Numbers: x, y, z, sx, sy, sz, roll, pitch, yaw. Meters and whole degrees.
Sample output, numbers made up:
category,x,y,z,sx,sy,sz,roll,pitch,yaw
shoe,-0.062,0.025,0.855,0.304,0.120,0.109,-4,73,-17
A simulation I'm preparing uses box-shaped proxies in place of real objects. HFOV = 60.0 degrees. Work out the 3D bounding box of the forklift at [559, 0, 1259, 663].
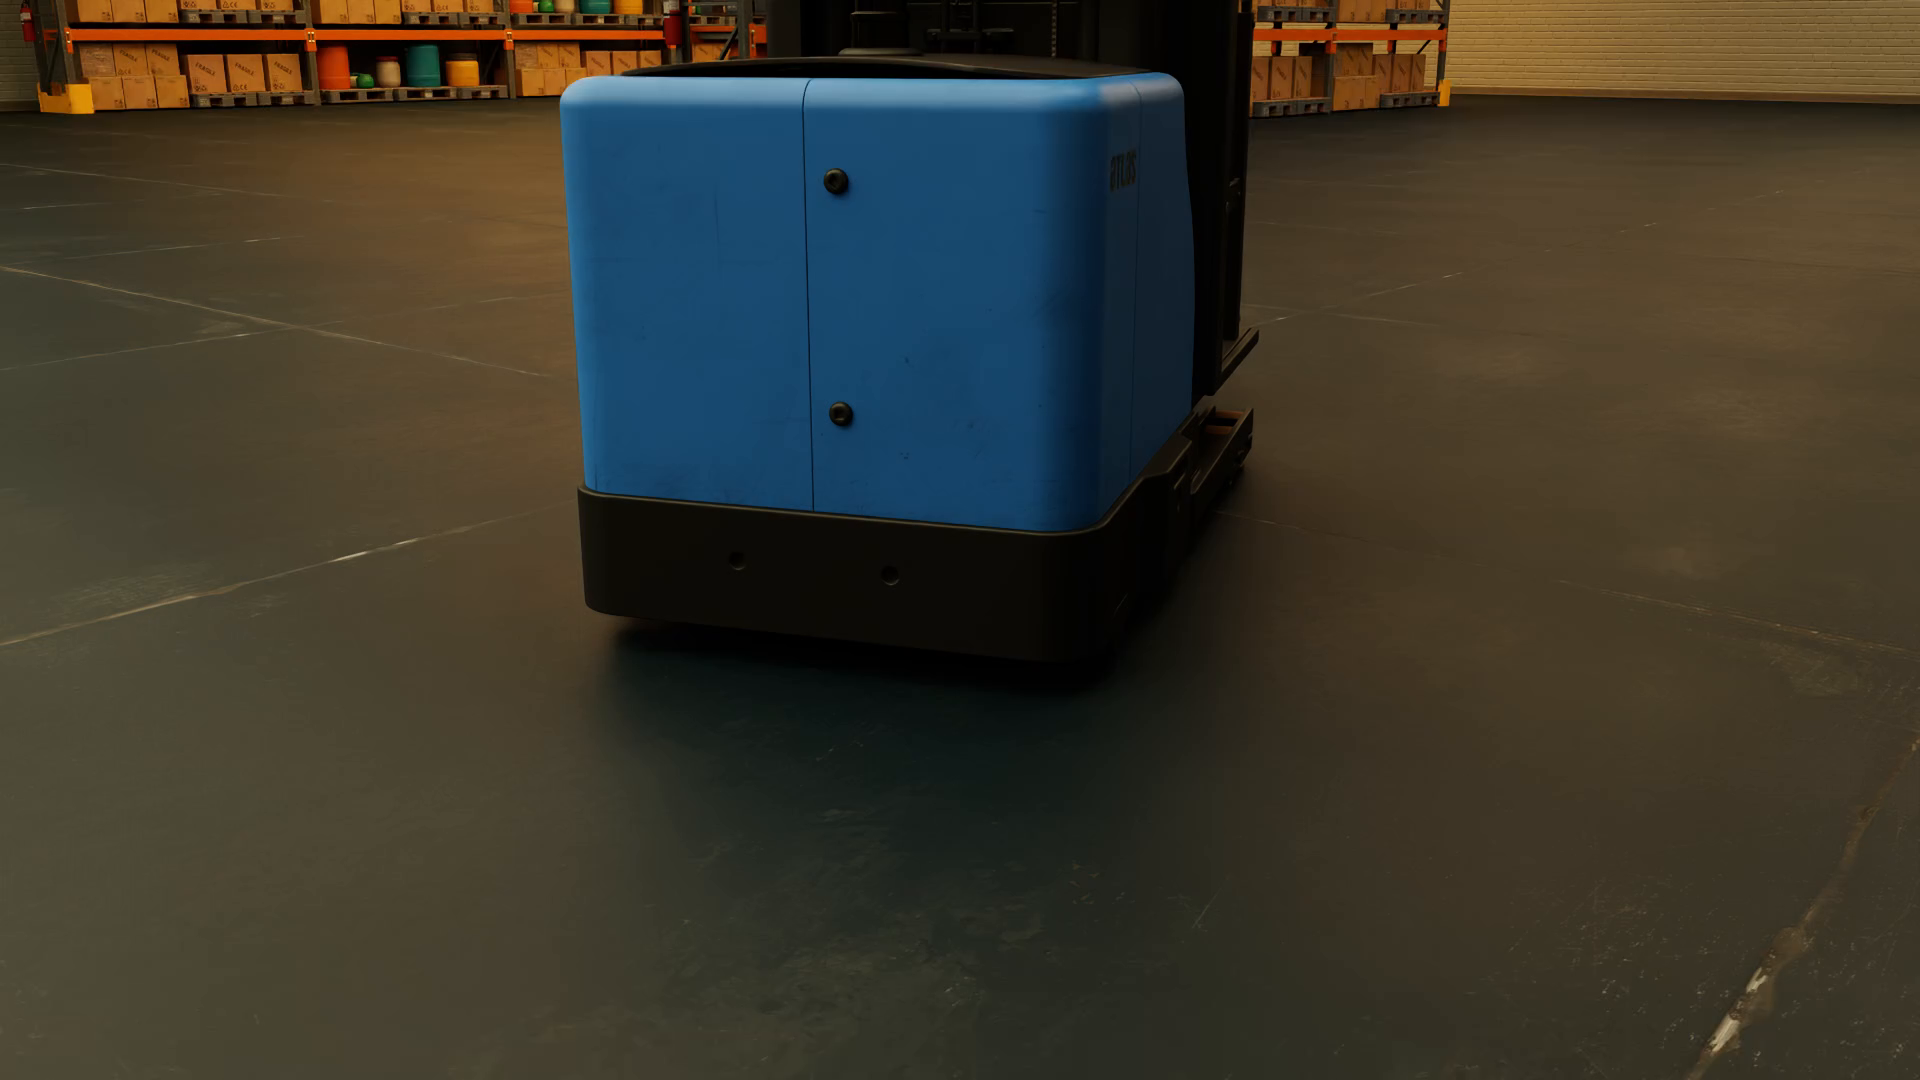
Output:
category,x,y,z,sx,sy,sz,roll,pitch,yaw
forklift,0.182,-1.571,4.072,1.130,2.935,3.031,5,18,17
